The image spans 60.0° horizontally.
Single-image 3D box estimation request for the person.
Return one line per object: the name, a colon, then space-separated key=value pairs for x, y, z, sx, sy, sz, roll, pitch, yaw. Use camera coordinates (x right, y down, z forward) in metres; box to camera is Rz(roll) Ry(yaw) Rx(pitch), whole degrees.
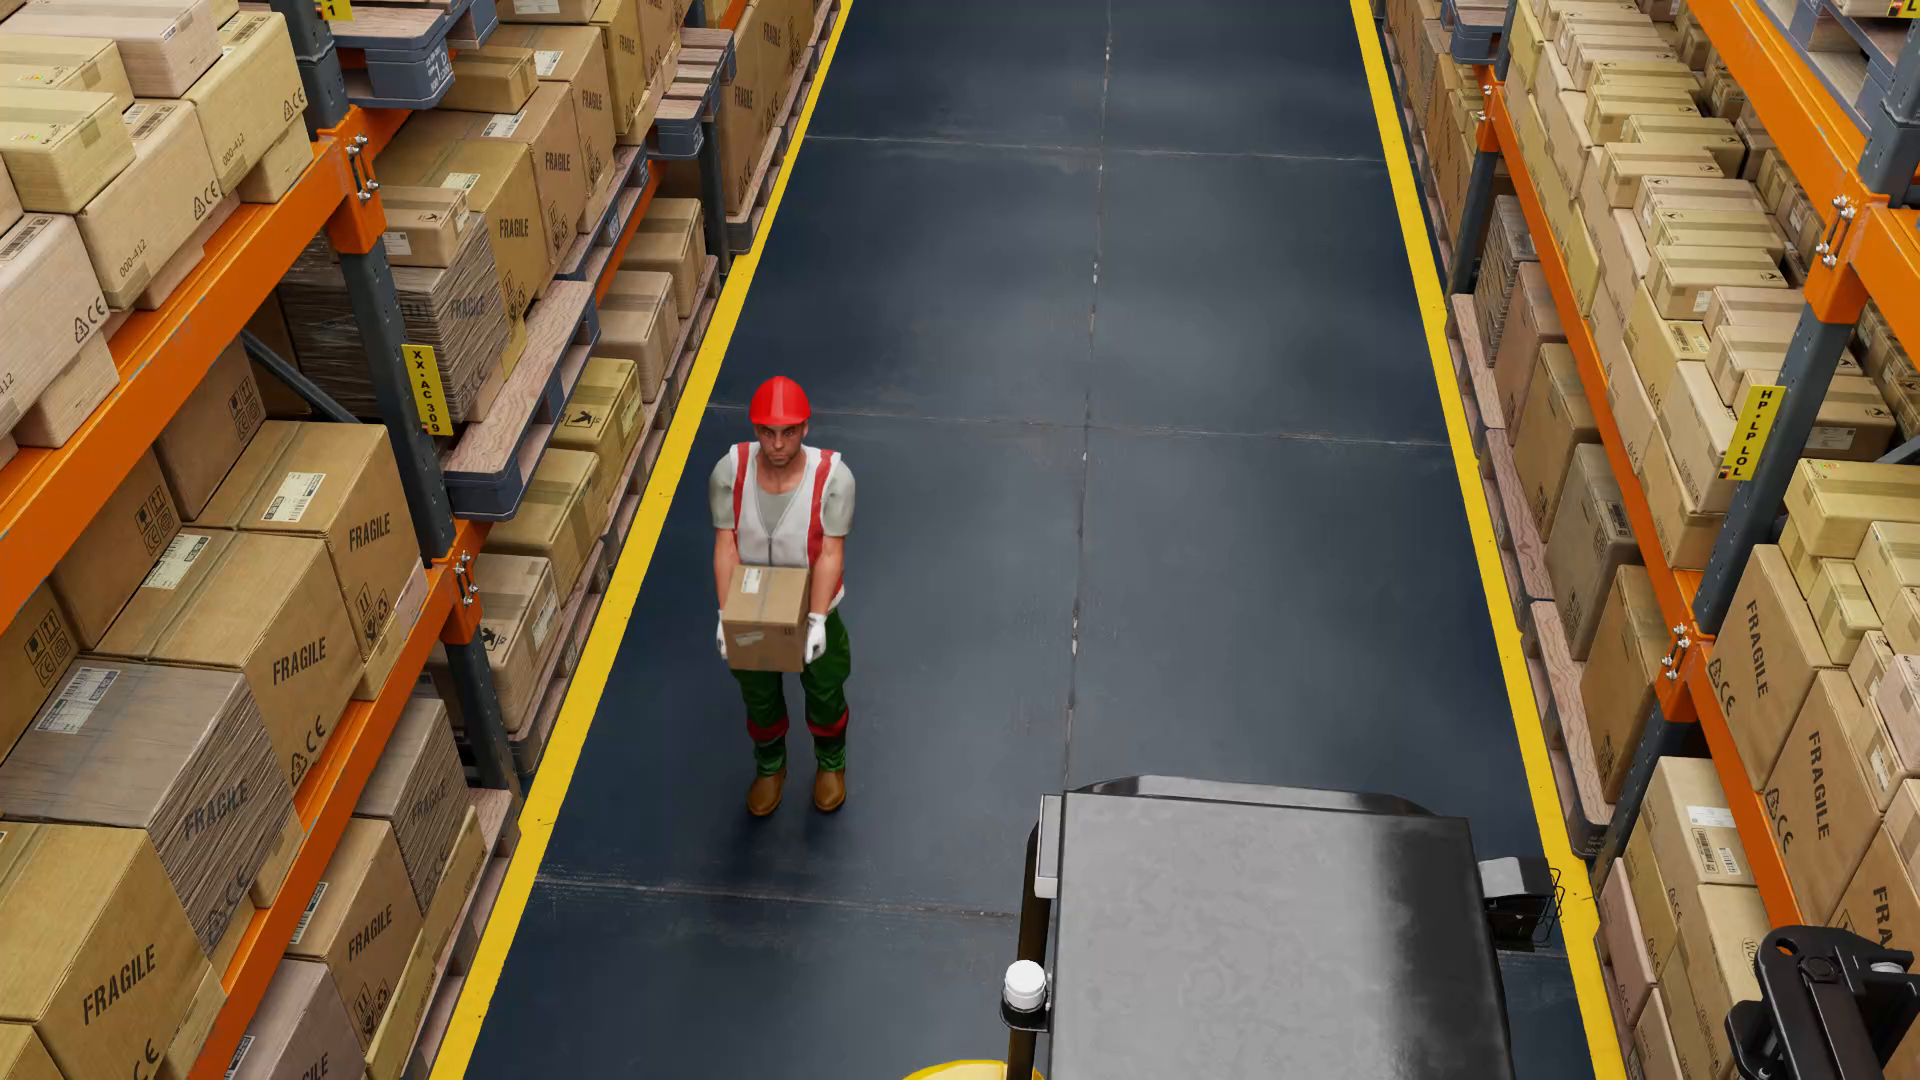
person: x=-0.611 y=0.280 z=5.804 sx=0.497 sy=1.785 sz=0.561 roll=3 pitch=40 yaw=4
